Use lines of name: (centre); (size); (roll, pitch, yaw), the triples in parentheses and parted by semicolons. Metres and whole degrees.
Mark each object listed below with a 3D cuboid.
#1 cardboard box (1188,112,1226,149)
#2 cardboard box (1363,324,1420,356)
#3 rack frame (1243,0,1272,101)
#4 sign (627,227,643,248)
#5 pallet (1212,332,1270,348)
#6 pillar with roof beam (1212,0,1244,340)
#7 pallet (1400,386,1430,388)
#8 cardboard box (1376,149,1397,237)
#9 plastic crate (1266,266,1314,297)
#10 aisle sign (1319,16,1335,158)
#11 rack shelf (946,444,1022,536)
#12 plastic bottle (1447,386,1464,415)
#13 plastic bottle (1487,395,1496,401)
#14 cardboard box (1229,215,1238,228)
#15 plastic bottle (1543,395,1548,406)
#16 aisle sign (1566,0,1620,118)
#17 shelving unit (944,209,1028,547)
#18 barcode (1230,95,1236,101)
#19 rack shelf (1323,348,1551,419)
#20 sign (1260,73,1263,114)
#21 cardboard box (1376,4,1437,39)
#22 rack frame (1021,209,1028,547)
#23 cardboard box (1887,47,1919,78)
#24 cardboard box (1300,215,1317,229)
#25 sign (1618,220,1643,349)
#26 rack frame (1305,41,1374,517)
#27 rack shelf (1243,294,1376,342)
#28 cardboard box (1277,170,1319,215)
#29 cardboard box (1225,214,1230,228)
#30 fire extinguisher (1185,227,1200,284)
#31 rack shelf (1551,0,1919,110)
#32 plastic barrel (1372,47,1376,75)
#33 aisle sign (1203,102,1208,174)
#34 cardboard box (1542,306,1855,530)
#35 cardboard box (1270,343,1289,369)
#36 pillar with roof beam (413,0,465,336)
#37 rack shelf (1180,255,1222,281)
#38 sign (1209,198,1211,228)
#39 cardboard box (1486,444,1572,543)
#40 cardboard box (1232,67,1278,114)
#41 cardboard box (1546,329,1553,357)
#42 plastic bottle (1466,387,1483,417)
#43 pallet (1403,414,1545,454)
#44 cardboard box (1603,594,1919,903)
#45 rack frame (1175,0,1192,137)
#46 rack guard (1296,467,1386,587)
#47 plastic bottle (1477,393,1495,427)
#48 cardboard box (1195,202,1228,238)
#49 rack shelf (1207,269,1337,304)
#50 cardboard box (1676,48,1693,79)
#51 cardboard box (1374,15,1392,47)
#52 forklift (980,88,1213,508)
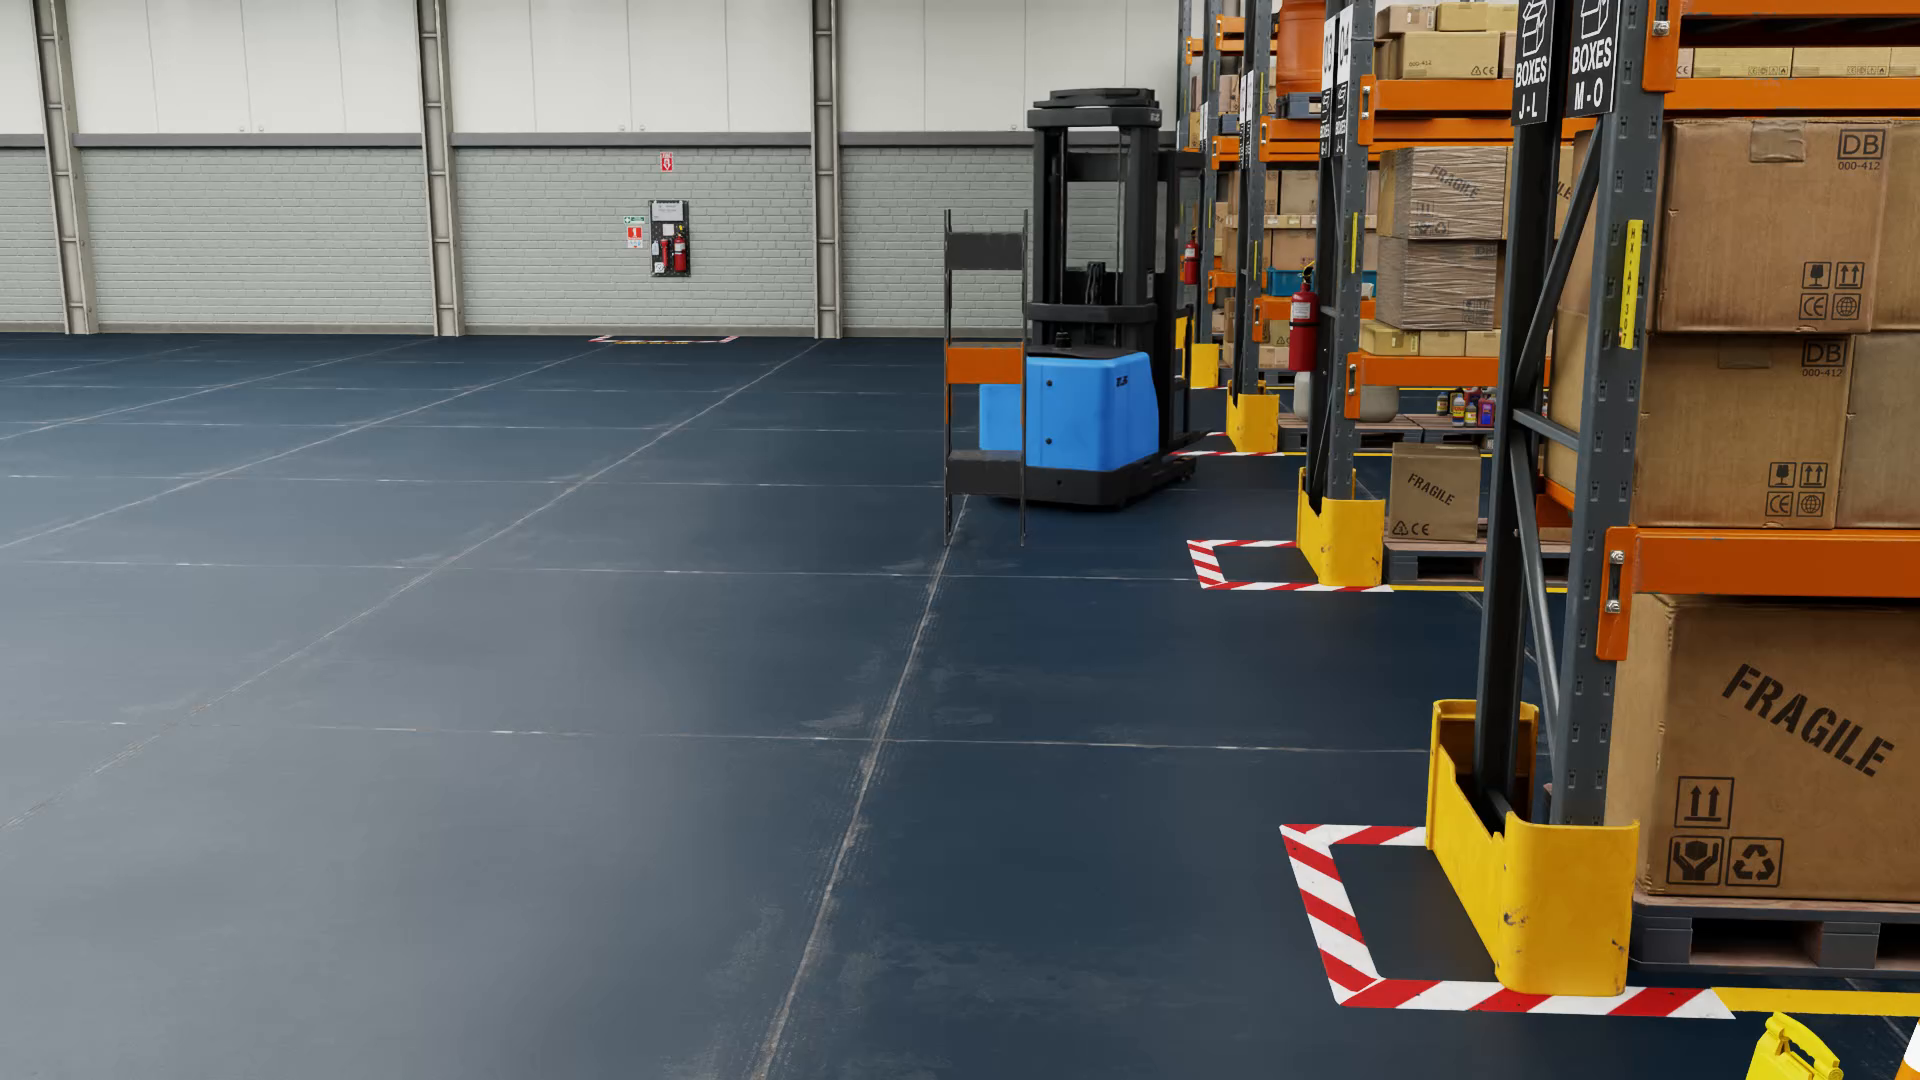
cardboard box: (3.512, -5.829, 23.688); (0.500, 0.500, 0.500); (1, 12, 5)
cardboard box: (2.471, -1.146, 9.535); (0.250, 0.149, 0.380); (1, 12, 4)
rack frame: (2.533, -5.270, 13.983); (0.127, 3.000, 1.000); (1, 12, 4)
sign: (-5.043, -4.694, 25.797); (0.234, 0.329, 0.001); (1, 12, 4)
pallet: (4.080, -2.973, 24.466); (1.213, 0.211, 1.003); (1, 12, 4)
pillar with roof beam: (3.664, -6.582, 20.254); (0.400, 9.000, 9.100); (1, 12, 4)
pallet: (4.848, -1.961, 19.629); (1.213, 0.211, 1.003); (1, 12, 4)
cardboard box: (2.768, -2.049, 9.823); (0.500, 0.500, 0.500); (1, 12, 4)
plastic crate: (3.053, -2.315, 14.872); (0.616, 0.251, 0.499); (1, 12, 4)
aisle sign: (2.161, -2.656, 9.791); (0.004, 0.787, 0.394); (1, 12, 4)
rack shelf: (0.165, -0.327, 10.688); (0.480, 0.518, 0.431); (1, 12, 4)
plastic bottle: (4.513, -1.286, 15.149); (0.133, 0.283, 0.061); (1, 12, 5)
plastic bottle: (4.794, -1.207, 14.972); (0.097, 0.201, 0.097); (0, 12, 0)
cardboard box: (3.245, -3.663, 19.122); (0.250, 0.149, 0.380); (1, 12, 3)
plastic bottle: (5.278, -1.232, 15.089); (0.097, 0.201, 0.097); (0, 12, 0)
aisle sign: (1.679, -1.522, 4.369); (0.004, 0.787, 0.394); (1, 12, 4)
shelving unit: (0.165, -1.025, 10.542); (0.503, 2.100, 0.431); (1, 12, 4)
barcode: (3.201, -5.192, 19.520); (0.075, 0.075, 0.001); (1, 12, 4)
rack shelf: (4.198, -0.942, 9.703); (4.000, 0.370, 1.077); (1, 12, 4)
sign: (2.492, -3.694, 13.753); (0.005, 0.325, 0.100); (1, 12, 4)
cardboard box: (2.462, -2.861, 9.184); (0.250, 0.149, 0.380); (1, 12, 3)
rack frame: (0.409, -1.022, 10.526); (0.015, 2.100, 0.400); (1, 12, 4)
cardboard box: (5.201, -2.624, 9.026); (0.500, 0.250, 0.500); (1, 12, 5)
cardboard box: (4.009, -3.652, 19.071); (0.250, 0.149, 0.380); (1, 12, 3)
sign: (1.727, -0.659, 4.285); (0.005, 0.325, 0.100); (1, 12, 4)
rack frame: (2.202, -1.322, 9.760); (0.127, 3.000, 1.000); (1, 12, 4)
rack shelf: (4.529, -1.954, 14.541); (4.000, 0.370, 1.077); (1, 12, 4)
cardboard box: (3.911, -4.014, 19.216); (0.500, 0.500, 0.700); (0, 12, 2)
cardboard box: (3.262, -3.746, 19.519); (0.250, 0.149, 0.380); (1, 12, 3)
fire extinguisher: (2.781, -3.404, 19.904); (0.183, 0.674, 0.296); (1, 12, 4)
rack shelf: (3.766, -1.399, 4.559); (4.000, 0.370, 1.077); (1, 12, 4)
plastic barrel: (3.679, -4.110, 14.278); (0.600, 0.588, 0.600); (0, 12, 0)
aisle sign: (2.782, -4.556, 18.874); (0.004, 0.787, 0.394); (1, 12, 4)
cardboard box: (2.143, -0.387, 4.928); (0.550, 0.550, 0.875); (1, 12, 4)
cardboard box: (3.888, -2.146, 19.392); (0.500, 0.250, 0.500); (1, 12, 4)
pillar with roof beam: (-8.309, -6.746, 21.038); (0.400, 9.000, 9.100); (1, 12, 4)
rack shelf: (5.191, -3.978, 24.216); (4.000, 0.370, 1.077); (1, 12, 4)
sign: (2.825, -3.695, 18.797); (0.005, 0.325, 0.100); (1, 12, 4)
cardboard box: (3.423, -0.291, 9.911); (0.500, 0.500, 0.500); (4, 12, 19)
cardboard box: (3.441, -5.130, 19.018); (0.637, 0.503, 0.797); (2, 12, 8)
cardboard box: (3.218, -1.133, 9.473); (0.250, 0.149, 0.380); (1, 12, 4)
plastic bottle: (4.638, -1.253, 14.992); (0.133, 0.283, 0.061); (1, 12, 4)
pallet: (4.637, -0.948, 14.783); (1.213, 0.211, 1.003); (1, 12, 4)
cardboard box: (2.451, 0.520, 5.118); (0.875, 0.875, 0.875); (1, 12, 4)
rack frame: (3.195, -7.294, 23.659); (0.127, 3.000, 1.000); (1, 12, 4)
rack guard: (2.278, -0.097, 10.011); (0.348, 0.500, 1.175); (1, 12, 4)
plastic bottle: (4.546, -1.124, 14.375); (0.133, 0.283, 0.061); (1, 12, 5)
cardboard box: (3.652, -4.593, 23.885); (0.500, 0.500, 0.500); (1, 12, 4)
rack shelf: (4.864, -2.966, 19.378); (4.000, 0.370, 1.077); (1, 12, 4)
cardboard box: (3.675, -2.644, 9.121); (0.500, 0.250, 0.500); (1, 12, 4)
cardboard box: (2.500, -2.972, 9.715); (0.250, 0.149, 0.380); (1, 12, 4)
forklift: (1.214, -1.920, 12.789); (1.130, 2.935, 3.031); (6, 13, 25)
